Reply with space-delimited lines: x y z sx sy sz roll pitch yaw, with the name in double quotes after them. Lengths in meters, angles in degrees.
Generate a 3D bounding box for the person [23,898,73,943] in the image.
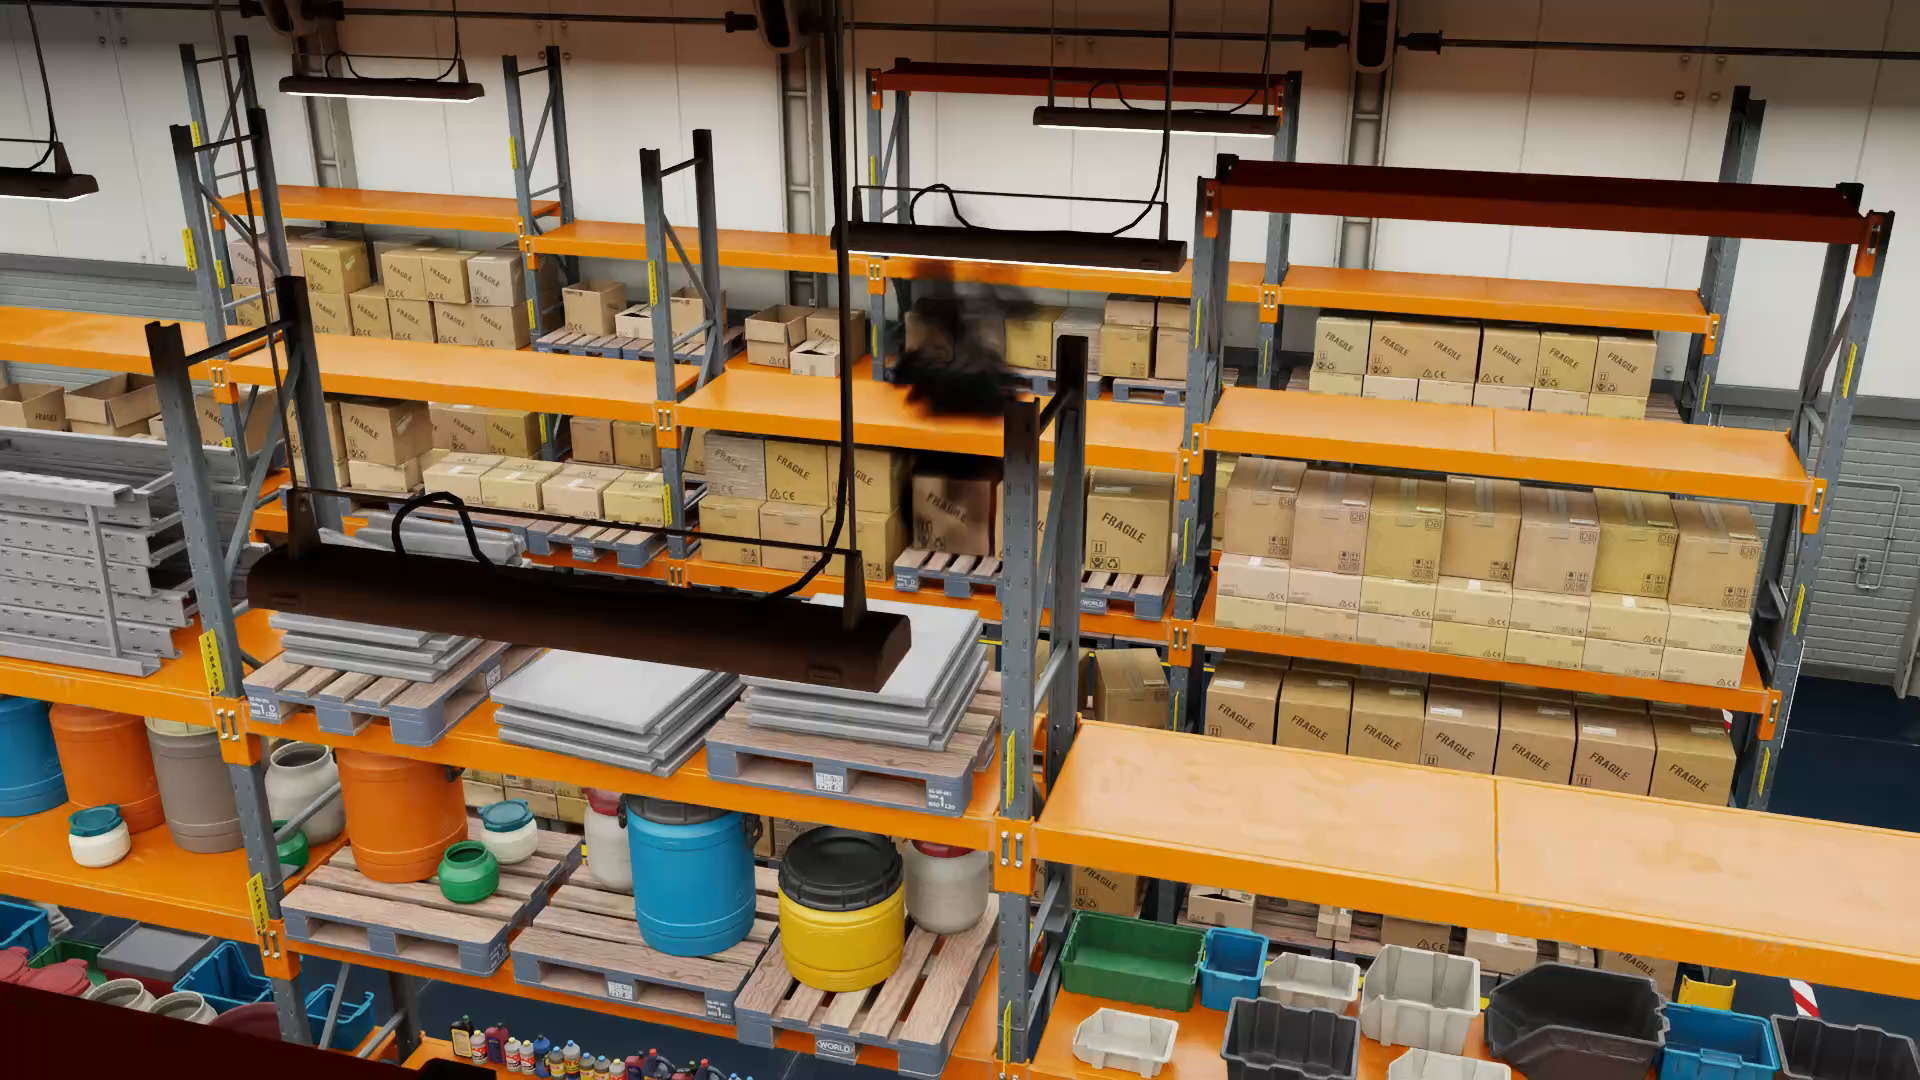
-7.355 2.401 12.718 0.852 1.703 0.605 3 23 8 "person"
